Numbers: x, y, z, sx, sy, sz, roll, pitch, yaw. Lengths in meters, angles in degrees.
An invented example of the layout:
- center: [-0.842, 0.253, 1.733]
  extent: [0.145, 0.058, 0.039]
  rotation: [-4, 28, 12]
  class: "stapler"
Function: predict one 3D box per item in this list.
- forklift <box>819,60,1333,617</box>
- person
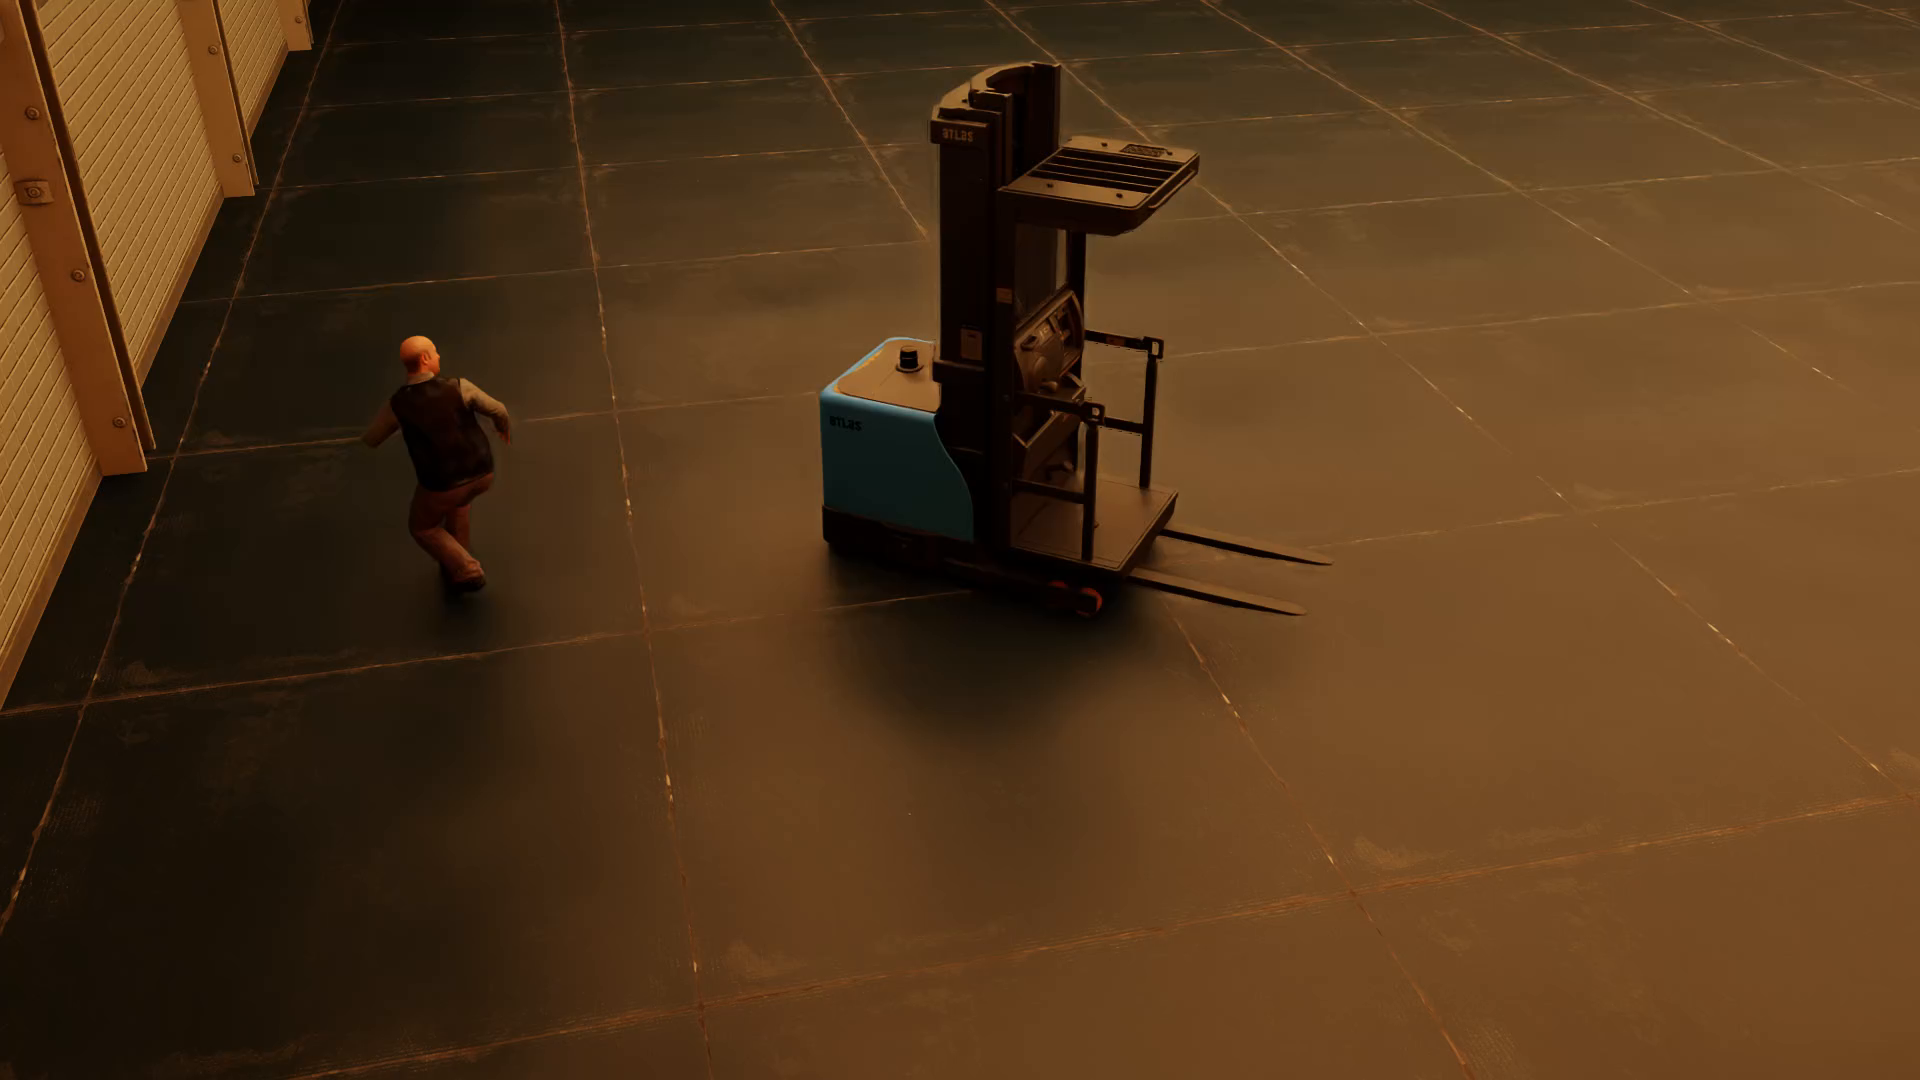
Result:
- center: [0.700, -1.125, 9.518]
  extent: [3.031, 2.935, 1.130]
  rotation: [13, 33, 21]
  class: "forklift"
- center: [-3.017, -0.468, 9.703]
  extent: [0.835, 1.605, 0.770]
  rotation: [-22, 37, -33]
  class: "person"
